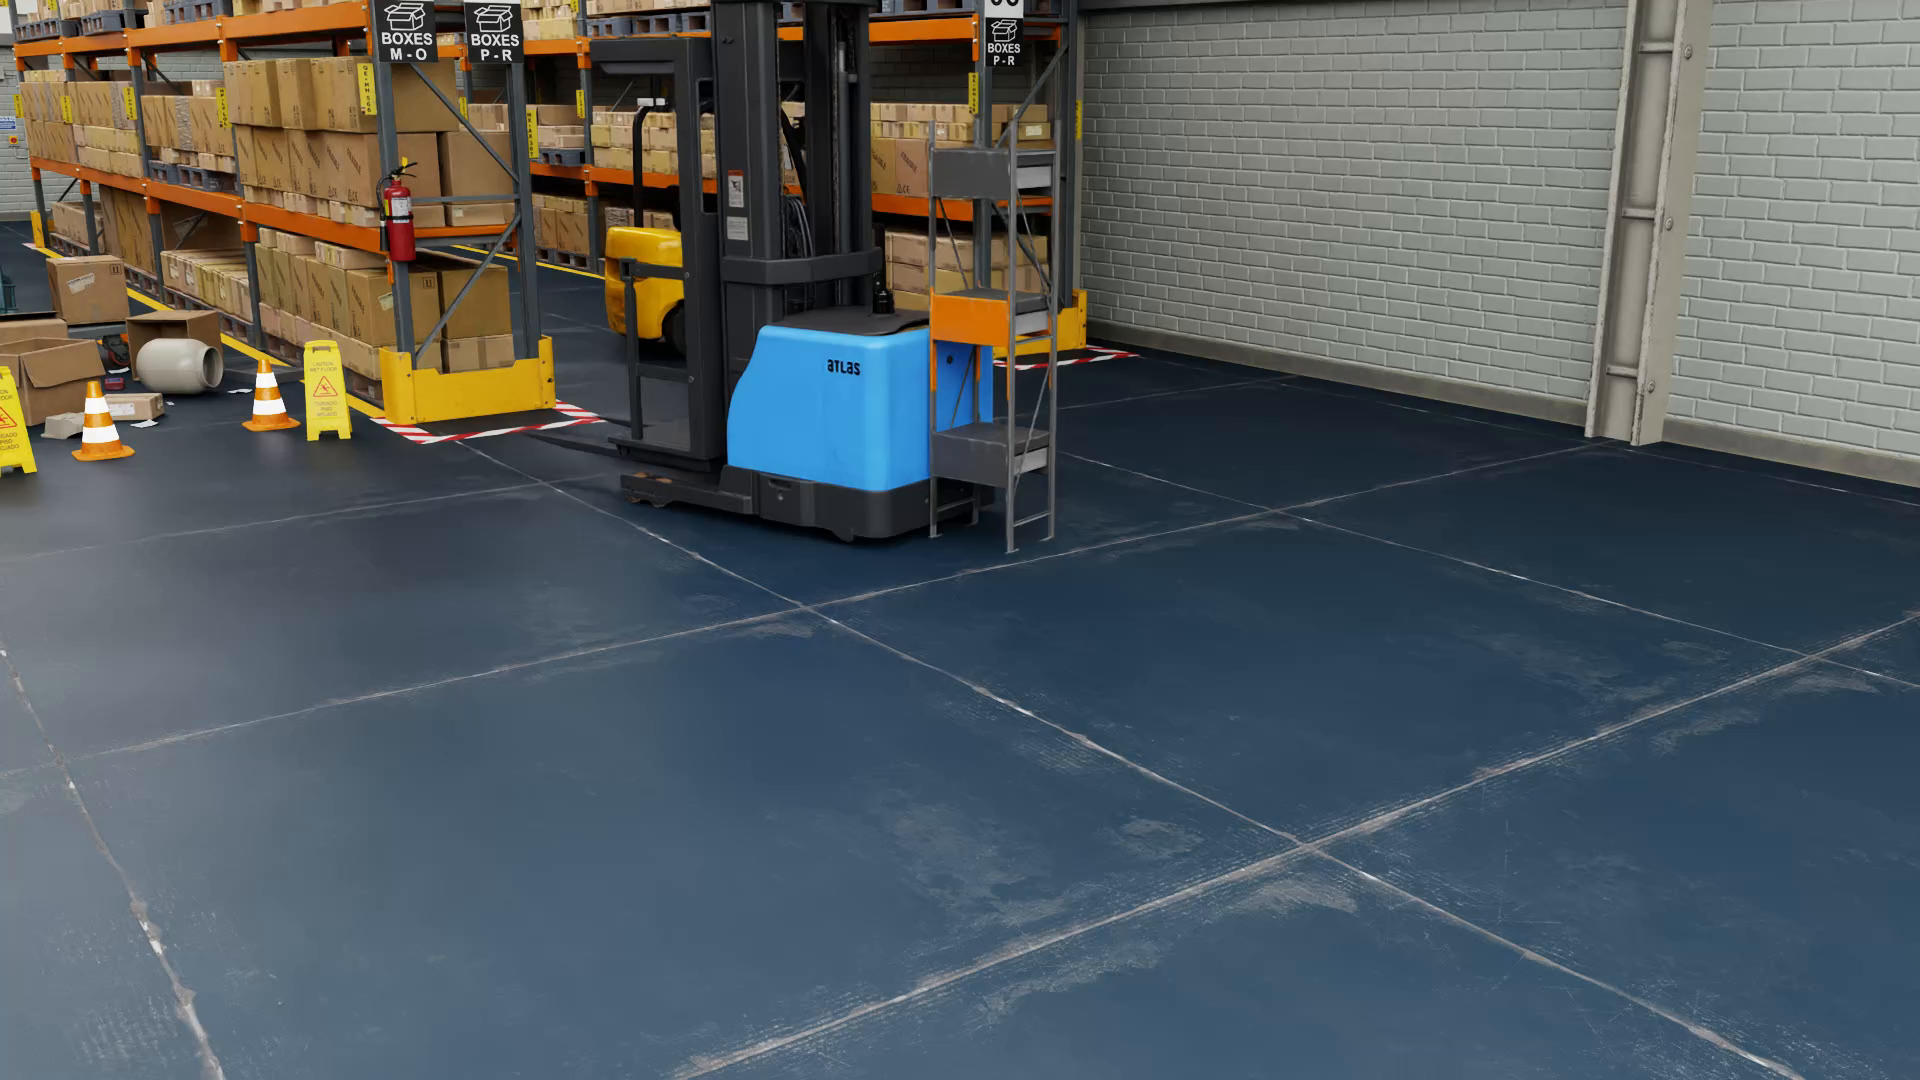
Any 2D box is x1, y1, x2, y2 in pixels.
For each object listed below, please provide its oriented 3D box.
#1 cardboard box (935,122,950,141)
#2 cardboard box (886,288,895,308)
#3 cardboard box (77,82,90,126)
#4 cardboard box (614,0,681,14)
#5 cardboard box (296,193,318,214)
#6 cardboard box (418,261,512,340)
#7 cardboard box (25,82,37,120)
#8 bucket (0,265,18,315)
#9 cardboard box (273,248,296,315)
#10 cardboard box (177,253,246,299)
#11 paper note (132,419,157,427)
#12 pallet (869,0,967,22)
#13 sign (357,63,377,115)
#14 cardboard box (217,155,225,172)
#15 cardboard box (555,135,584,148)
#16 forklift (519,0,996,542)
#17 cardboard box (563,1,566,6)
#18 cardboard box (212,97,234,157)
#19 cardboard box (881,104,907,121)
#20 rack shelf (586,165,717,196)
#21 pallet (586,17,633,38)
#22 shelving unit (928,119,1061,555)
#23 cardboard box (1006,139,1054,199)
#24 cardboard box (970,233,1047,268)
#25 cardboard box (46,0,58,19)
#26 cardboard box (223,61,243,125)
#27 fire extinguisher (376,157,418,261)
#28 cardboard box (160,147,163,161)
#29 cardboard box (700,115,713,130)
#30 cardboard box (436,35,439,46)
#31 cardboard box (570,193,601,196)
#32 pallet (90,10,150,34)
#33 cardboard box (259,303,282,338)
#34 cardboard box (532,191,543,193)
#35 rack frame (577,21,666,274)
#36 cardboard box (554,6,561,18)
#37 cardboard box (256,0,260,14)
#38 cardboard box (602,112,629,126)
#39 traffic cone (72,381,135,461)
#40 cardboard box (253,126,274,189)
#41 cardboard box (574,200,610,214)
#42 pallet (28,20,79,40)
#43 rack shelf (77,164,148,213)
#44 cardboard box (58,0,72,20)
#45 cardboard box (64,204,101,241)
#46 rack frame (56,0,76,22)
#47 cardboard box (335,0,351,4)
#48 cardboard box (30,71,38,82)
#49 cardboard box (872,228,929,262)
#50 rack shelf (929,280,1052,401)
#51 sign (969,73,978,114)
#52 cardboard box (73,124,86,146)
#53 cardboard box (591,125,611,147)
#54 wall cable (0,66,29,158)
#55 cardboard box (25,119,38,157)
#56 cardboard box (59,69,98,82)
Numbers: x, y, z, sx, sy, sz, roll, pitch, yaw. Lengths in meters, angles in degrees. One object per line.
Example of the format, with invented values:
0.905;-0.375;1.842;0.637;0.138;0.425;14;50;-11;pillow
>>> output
-0.042;-3.558;14.476;0.380;0.149;0.250;-11;18;-34;cardboard box
-0.540;-2.260;15.564;0.500;0.250;0.500;-11;19;-34;cardboard box
-10.158;-5.195;19.792;0.500;0.500;0.500;-11;19;-35;cardboard box
-3.534;-6.286;19.004;0.700;0.500;0.500;-11;19;-36;cardboard box
-4.960;-2.637;13.005;0.380;0.149;0.250;-11;19;-35;cardboard box
-3.715;-1.803;12.476;0.500;0.500;0.500;-12;19;-36;cardboard box
-12.496;-6.036;22.865;0.500;0.500;0.500;-11;19;-36;cardboard box
-7.801;-1.893;13.130;0.726;0.611;0.620;-4;6;-15;bucket
-5.349;-2.157;13.768;0.500;0.500;0.500;-10;18;-32;cardboard box
-7.389;-2.710;16.978;0.950;0.372;0.625;-11;19;-36;cardboard box
-5.616;-0.806;11.463;0.142;0.019;0.148;10;18;33;paper note
-0.553;-4.936;15.415;1.003;0.211;1.213;-11;19;-35;pallet
-3.910;-2.974;10.969;0.100;0.325;0.005;-11;19;-35;sign
-6.468;-3.407;15.022;0.380;0.149;0.250;-12;19;-36;cardboard box
-4.837;-4.987;20.795;0.380;0.149;0.250;-10;18;-34;cardboard box
-1.288;-1.692;9.206;3.031;2.935;1.130;11;19;36;forklift
-4.651;-6.635;20.420;0.380;0.149;0.250;-12;19;-36;cardboard box
-6.259;-3.657;14.706;0.500;0.500;0.500;-11;19;-36;cardboard box
-0.493;-3.867;15.043;0.380;0.149;0.250;-10;18;-33;cardboard box
-2.965;-4.051;19.057;1.077;0.370;4.000;-11;19;-35;rack shelf
-3.669;-6.049;19.672;1.213;0.211;1.003;-10;18;-32;pallet
0.167;-1.020;8.325;0.503;2.100;0.431;11;19;36;shelving unit
0.497;-3.314;14.811;0.500;0.500;0.500;-10;18;-33;cardboard box
0.434;-2.607;14.938;0.500;0.250;0.500;-11;19;-35;cardboard box
-11.140;-6.627;20.695;0.396;0.266;0.258;-10;18;-33;cardboard box
-5.718;-3.746;13.933;0.700;0.500;0.500;-11;19;-35;cardboard box
-3.755;-2.212;11.122;0.296;0.674;0.183;-11;19;-35;fire extinguisher
-7.974;-3.971;17.083;0.380;0.149;0.250;-12;20;-38;cardboard box
-2.699;-4.519;17.985;0.380;0.149;0.250;-12;19;-36;cardboard box
-7.376;-7.200;23.994;0.380;0.149;0.250;-11;19;-35;cardboard box
-4.999;-4.562;22.273;0.380;0.149;0.250;-11;19;-34;cardboard box
-8.575;-5.538;17.805;1.213;0.211;1.003;-10;18;-32;pallet
-5.673;-1.908;14.278;0.500;0.250;0.500;-12;19;-37;cardboard box
-5.822;-4.655;22.613;0.380;0.149;0.250;-11;19;-35;cardboard box
-4.141;-4.825;20.522;1.000;3.000;0.127;-11;19;-35;rack frame
-4.814;-6.548;20.666;0.380;0.149;0.250;-10;18;-33;cardboard box
-5.473;-4.320;13.472;0.380;0.149;0.250;-11;19;-34;cardboard box
-4.033;-5.015;19.800;0.380;0.149;0.250;-10;18;-33;cardboard box
-5.444;-0.768;10.507;0.336;0.463;0.334;-11;19;-35;traffic cone
-5.454;-3.150;13.651;0.500;0.500;0.500;-11;19;-35;cardboard box
-4.636;-4.201;20.953;0.380;0.149;0.250;-12;19;-37;cardboard box
-11.691;-6.748;22.036;1.003;0.211;1.213;-11;19;-35;pallet
-9.329;-4.134;19.360;1.077;0.370;4.000;-11;19;-35;rack shelf
-10.494;-6.331;19.802;0.396;0.266;0.258;-11;19;-35;cardboard box
-11.843;-4.409;23.061;0.875;0.438;0.875;-10;18;-33;cardboard box
-10.505;-7.801;20.033;1.000;3.000;0.127;-11;19;-35;rack frame
-4.058;-3.752;11.395;0.380;0.149;0.250;-11;19;-34;cardboard box
-12.431;-6.315;22.654;0.380;0.149;0.250;-12;19;-36;cardboard box
-0.570;-2.739;15.422;0.500;0.250;0.500;-11;19;-34;cardboard box
0.167;-1.007;8.328;0.480;0.518;0.431;11;19;36;rack shelf
0.116;-3.708;13.800;0.100;0.325;0.005;-11;19;-35;sign
-10.475;-4.939;20.276;0.500;0.250;0.500;-12;19;-36;cardboard box
-4.097;-4.857;19.977;0.500;0.250;0.500;-11;19;-35;cardboard box
-16.192;-7.467;28.193;0.585;1.953;0.123;-11;19;-35;wall cable
-12.807;-5.663;23.395;0.500;0.500;0.500;-11;19;-35;cardboard box
-10.944;-5.767;20.654;0.380;0.149;0.250;-11;19;-36;cardboard box
